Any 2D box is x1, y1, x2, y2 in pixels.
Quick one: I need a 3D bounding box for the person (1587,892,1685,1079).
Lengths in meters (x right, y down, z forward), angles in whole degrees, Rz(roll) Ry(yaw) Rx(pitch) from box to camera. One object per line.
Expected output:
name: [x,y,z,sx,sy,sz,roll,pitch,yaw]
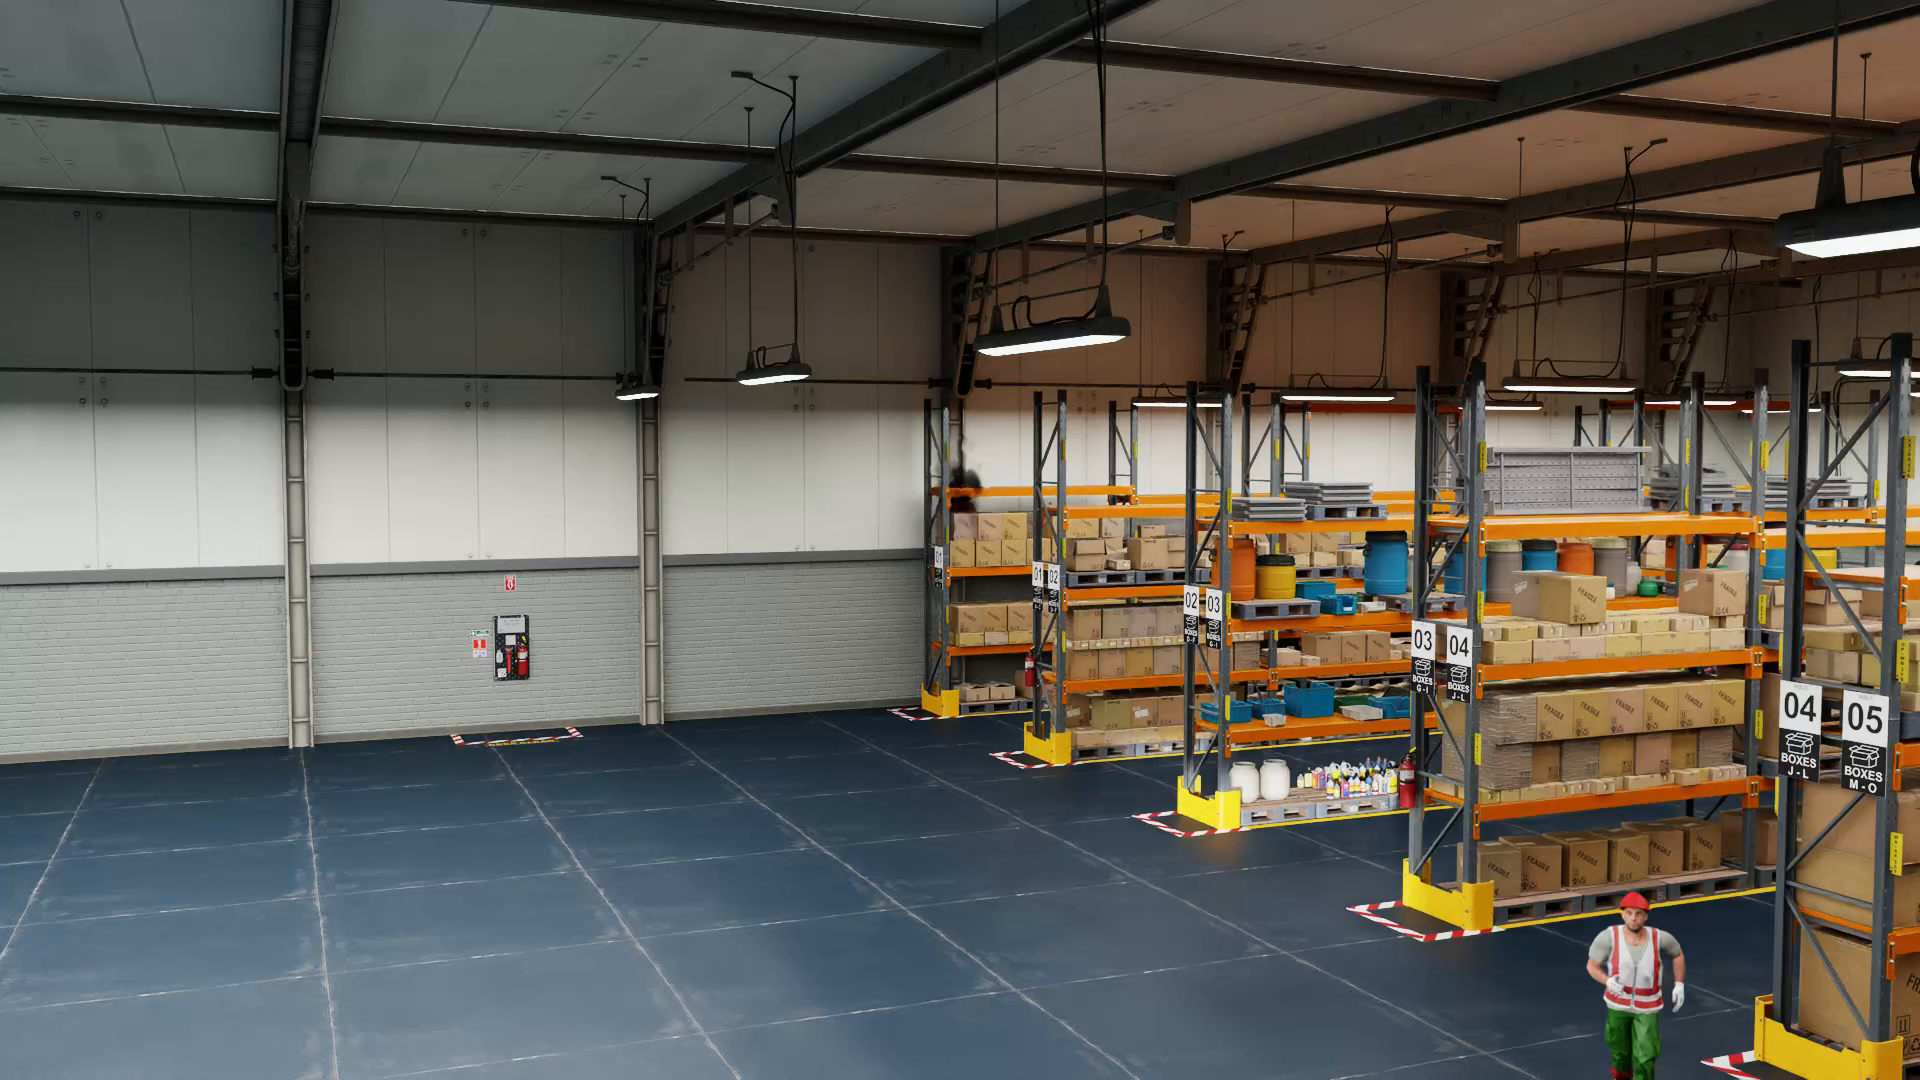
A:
person: [5.048,3.548,12.447,0.681,1.863,0.774,1,4,24]
